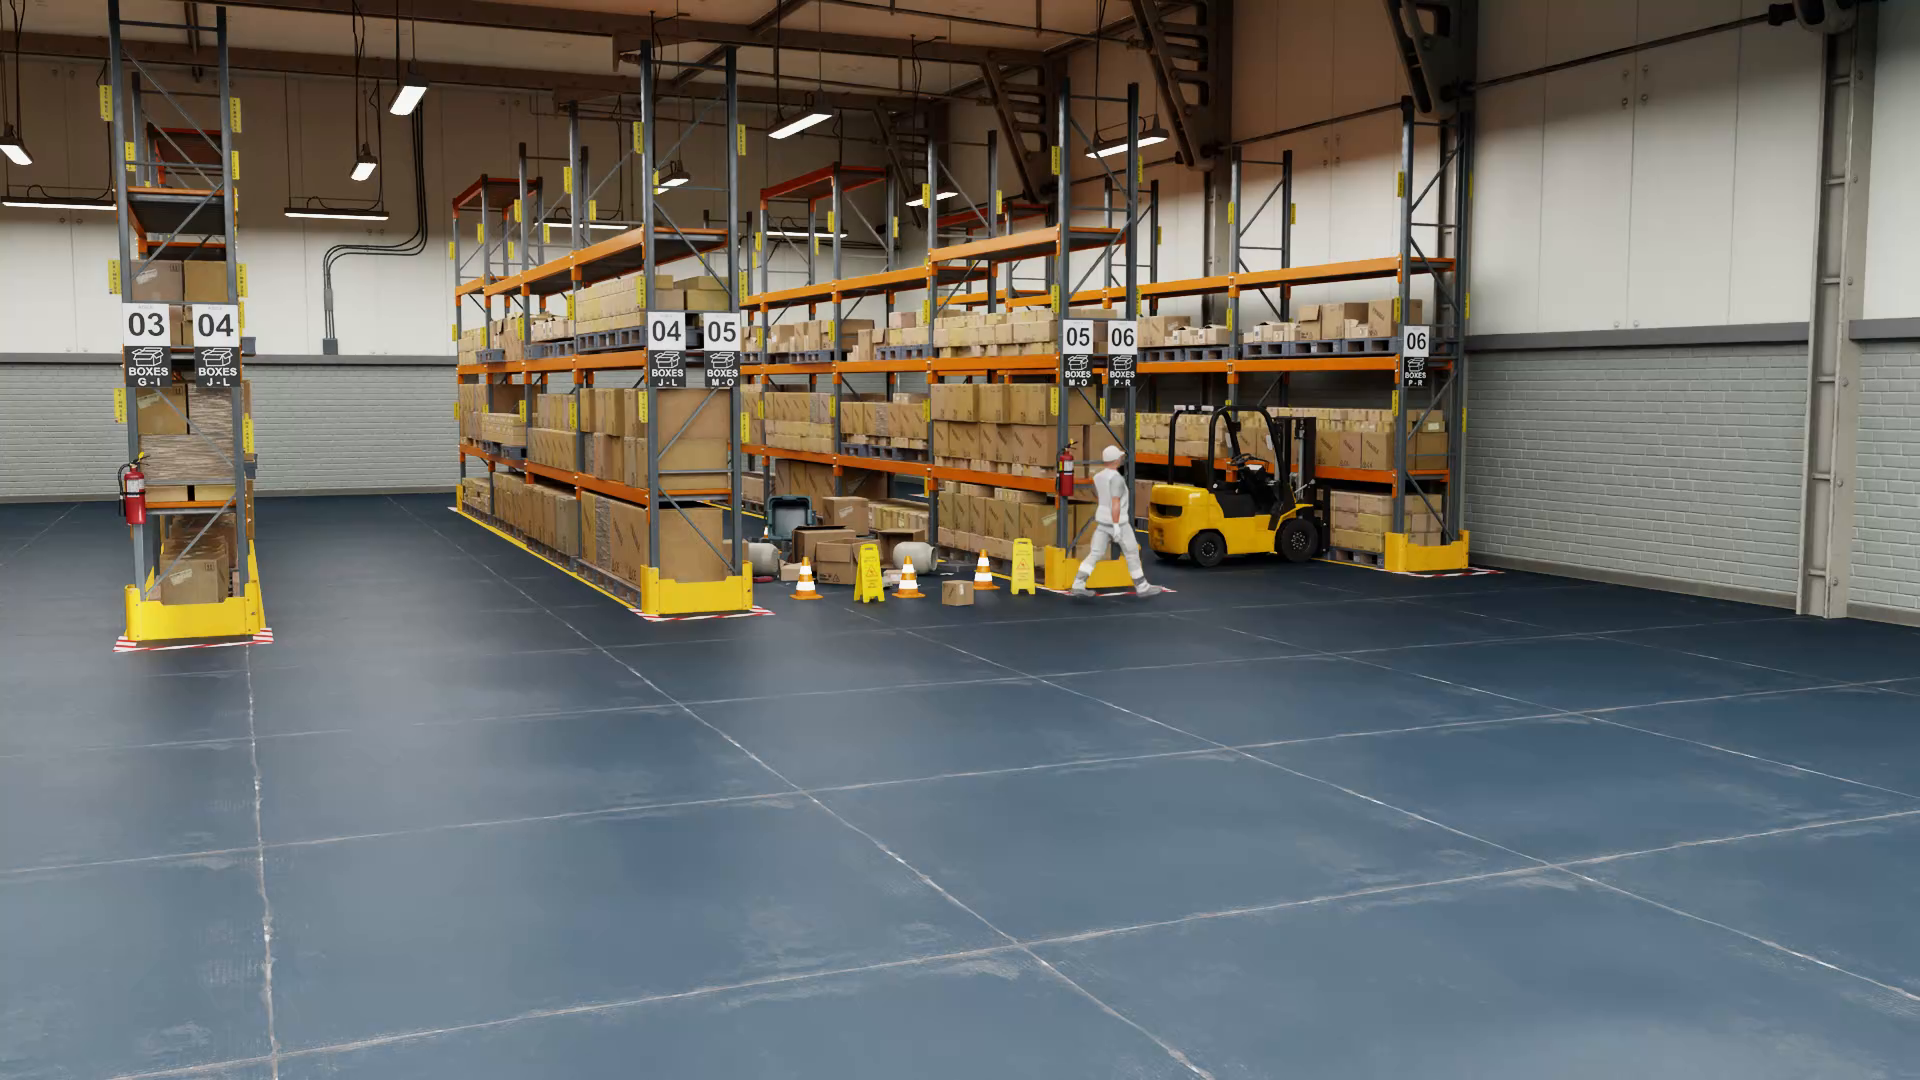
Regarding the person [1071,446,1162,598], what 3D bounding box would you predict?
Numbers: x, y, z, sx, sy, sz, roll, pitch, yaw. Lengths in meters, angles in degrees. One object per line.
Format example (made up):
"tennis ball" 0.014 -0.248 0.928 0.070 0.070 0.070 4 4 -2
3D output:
"person" 1.764 -0.200 18.751 1.095 1.734 0.584 -4 6 -34
